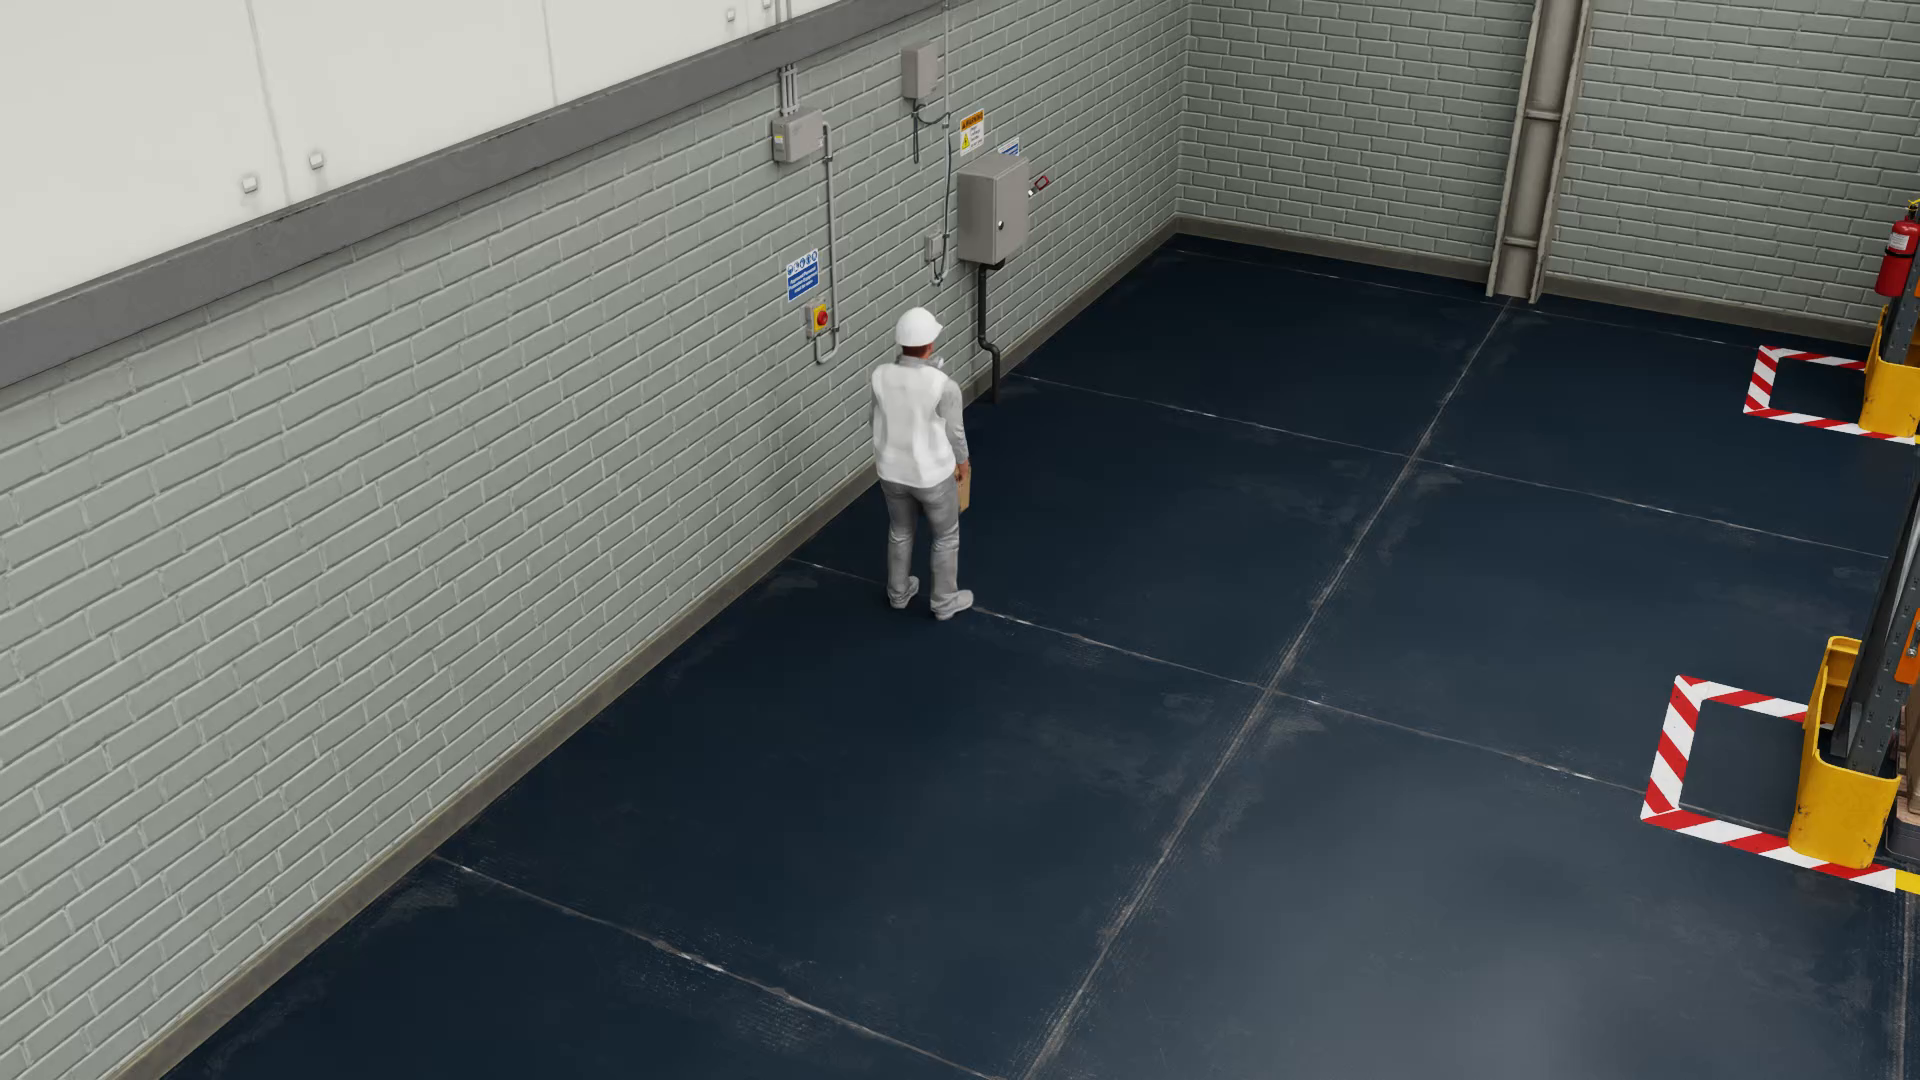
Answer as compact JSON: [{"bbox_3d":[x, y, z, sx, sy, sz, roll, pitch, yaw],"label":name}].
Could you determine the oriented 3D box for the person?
[{"bbox_3d":[-0.225,-0.400,8.962,0.568,1.772,0.450,13,32,22],"label":"person"}]
